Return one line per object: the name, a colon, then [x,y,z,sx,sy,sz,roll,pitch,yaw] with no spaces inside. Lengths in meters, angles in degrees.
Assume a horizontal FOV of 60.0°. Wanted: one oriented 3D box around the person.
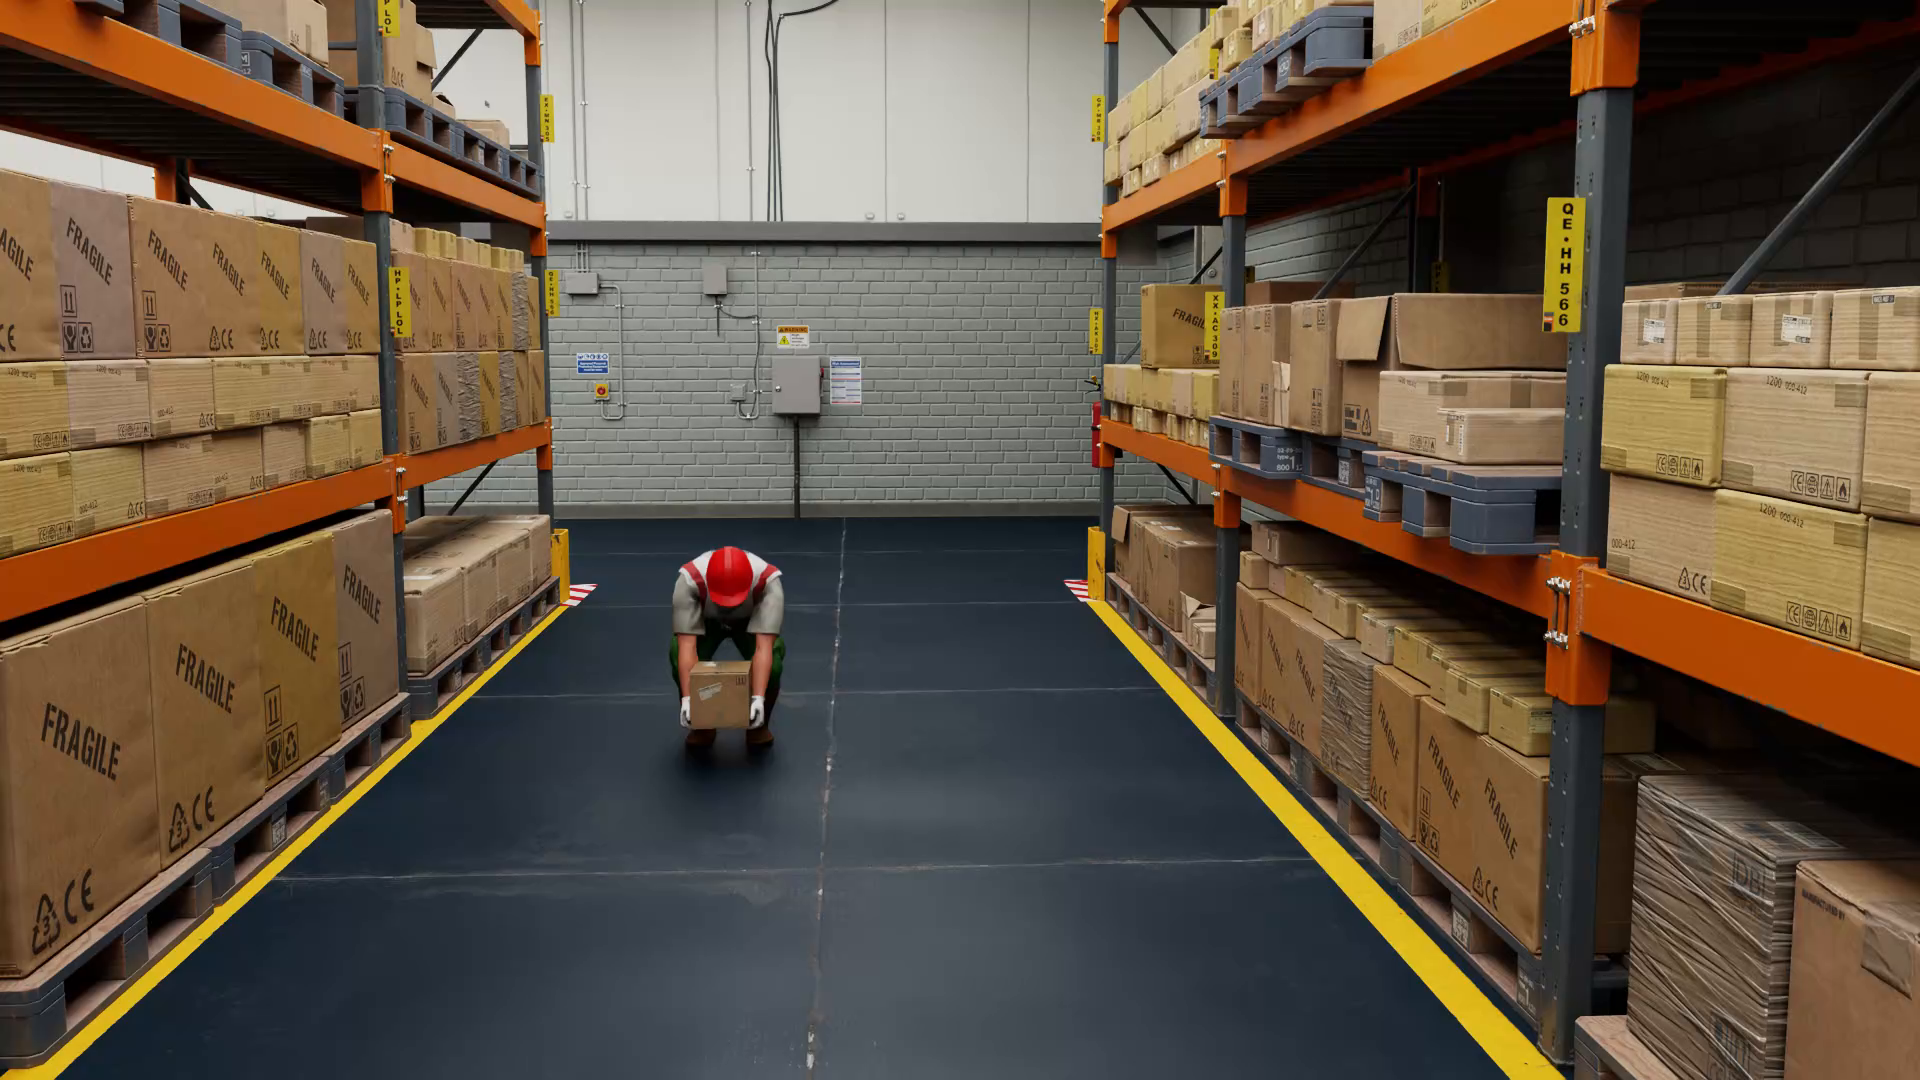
person: [-1.062,0.473,7.579,0.530,0.985,0.922,-1,7,-5]
